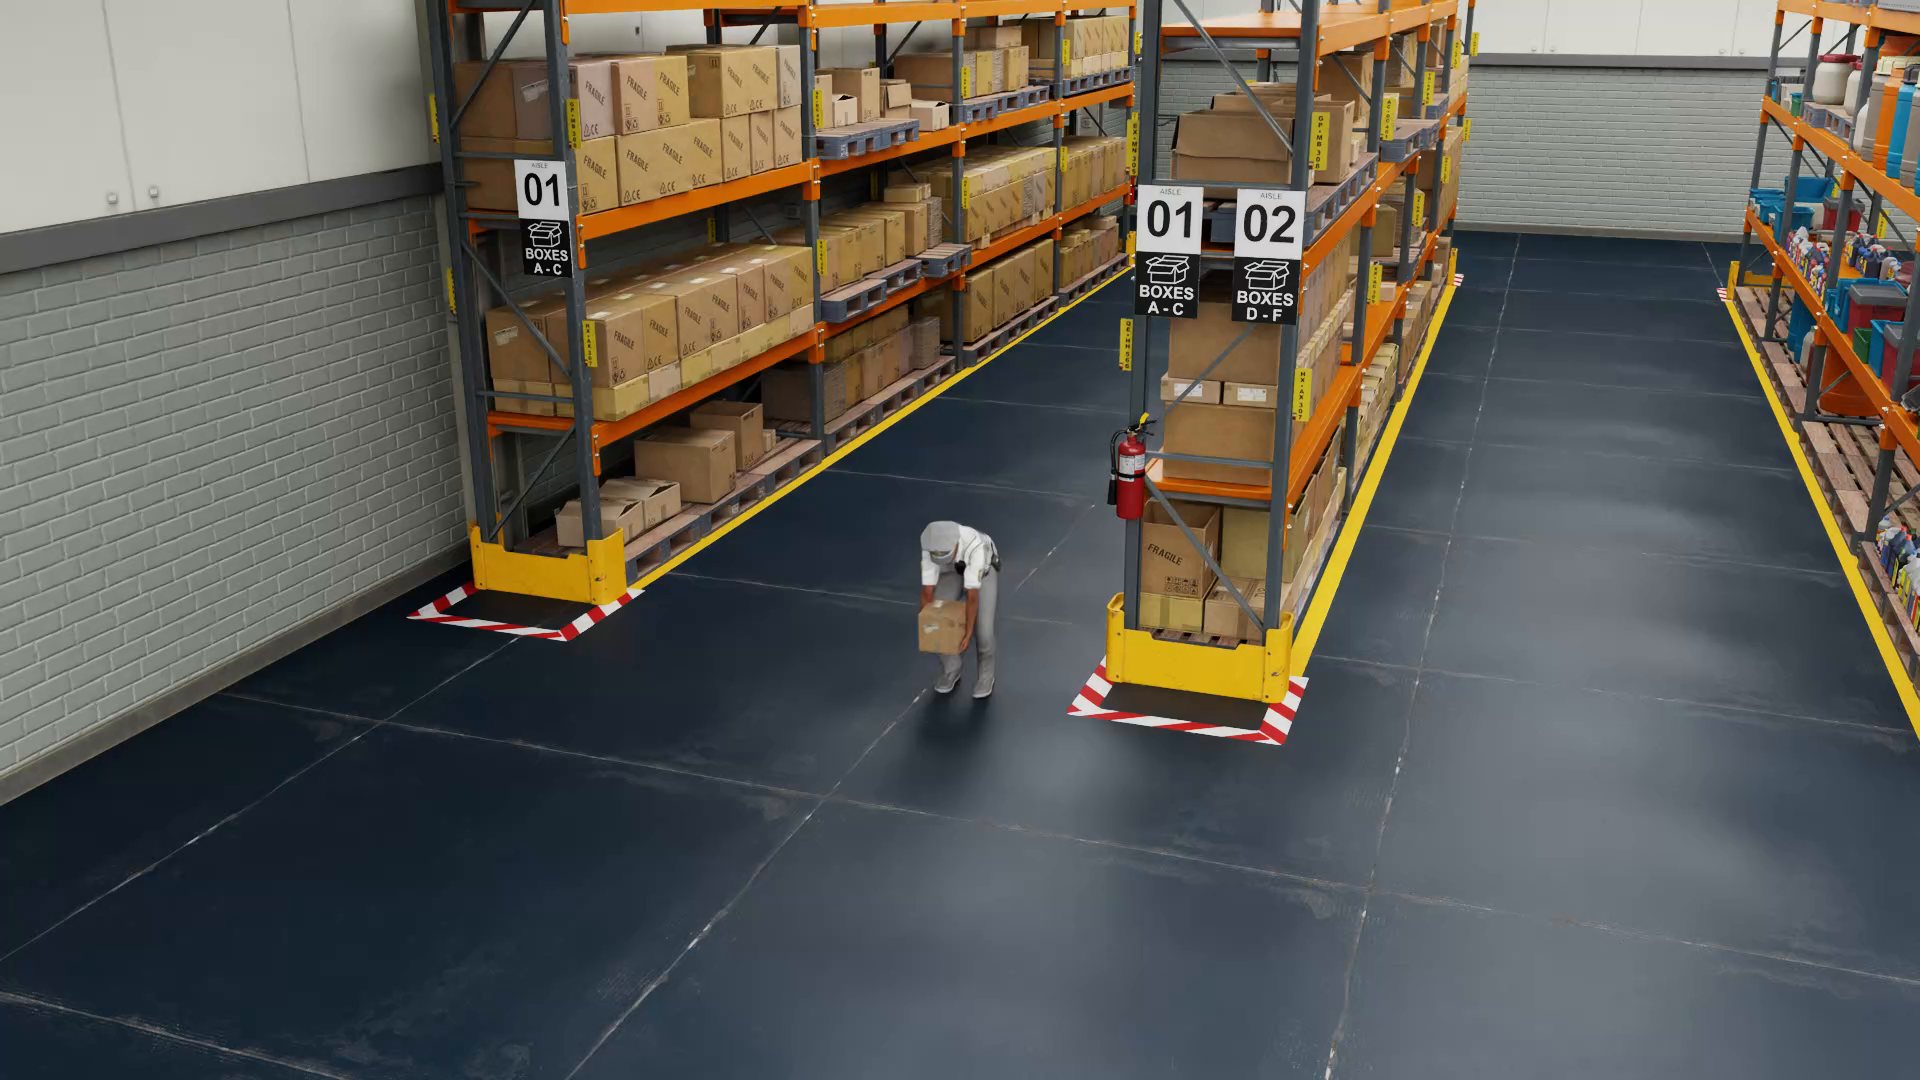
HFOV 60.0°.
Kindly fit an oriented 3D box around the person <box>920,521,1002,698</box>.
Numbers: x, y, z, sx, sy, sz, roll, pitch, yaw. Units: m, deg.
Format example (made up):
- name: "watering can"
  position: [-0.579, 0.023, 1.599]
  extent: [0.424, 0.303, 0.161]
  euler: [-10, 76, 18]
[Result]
- name: "person"
  position: [-0.026, 0.418, 10.431]
  extent: [0.424, 1.285, 0.891]
  euler: [6, 20, 16]
